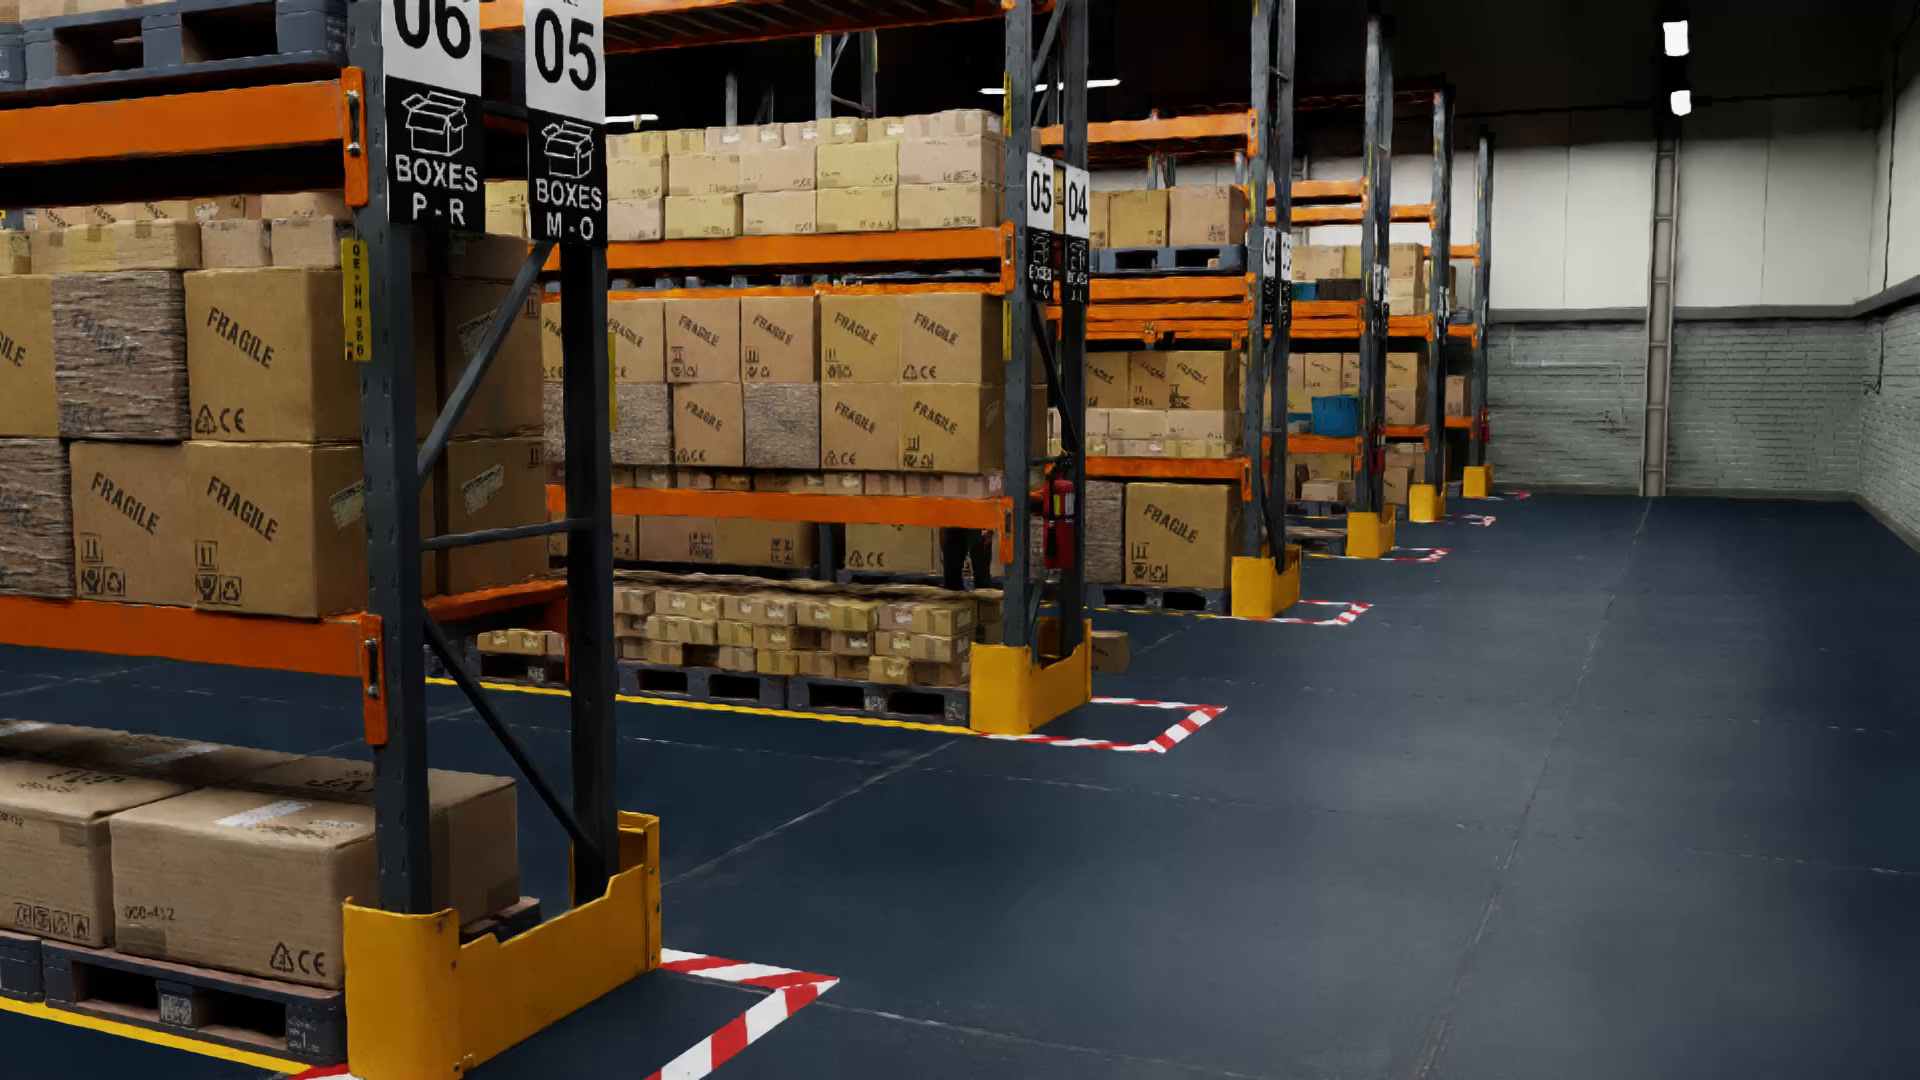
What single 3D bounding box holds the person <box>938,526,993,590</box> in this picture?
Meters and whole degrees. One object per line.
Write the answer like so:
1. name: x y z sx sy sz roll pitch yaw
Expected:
1. person: 0.035 -0.071 12.299 0.490 1.664 0.354 2 6 23
